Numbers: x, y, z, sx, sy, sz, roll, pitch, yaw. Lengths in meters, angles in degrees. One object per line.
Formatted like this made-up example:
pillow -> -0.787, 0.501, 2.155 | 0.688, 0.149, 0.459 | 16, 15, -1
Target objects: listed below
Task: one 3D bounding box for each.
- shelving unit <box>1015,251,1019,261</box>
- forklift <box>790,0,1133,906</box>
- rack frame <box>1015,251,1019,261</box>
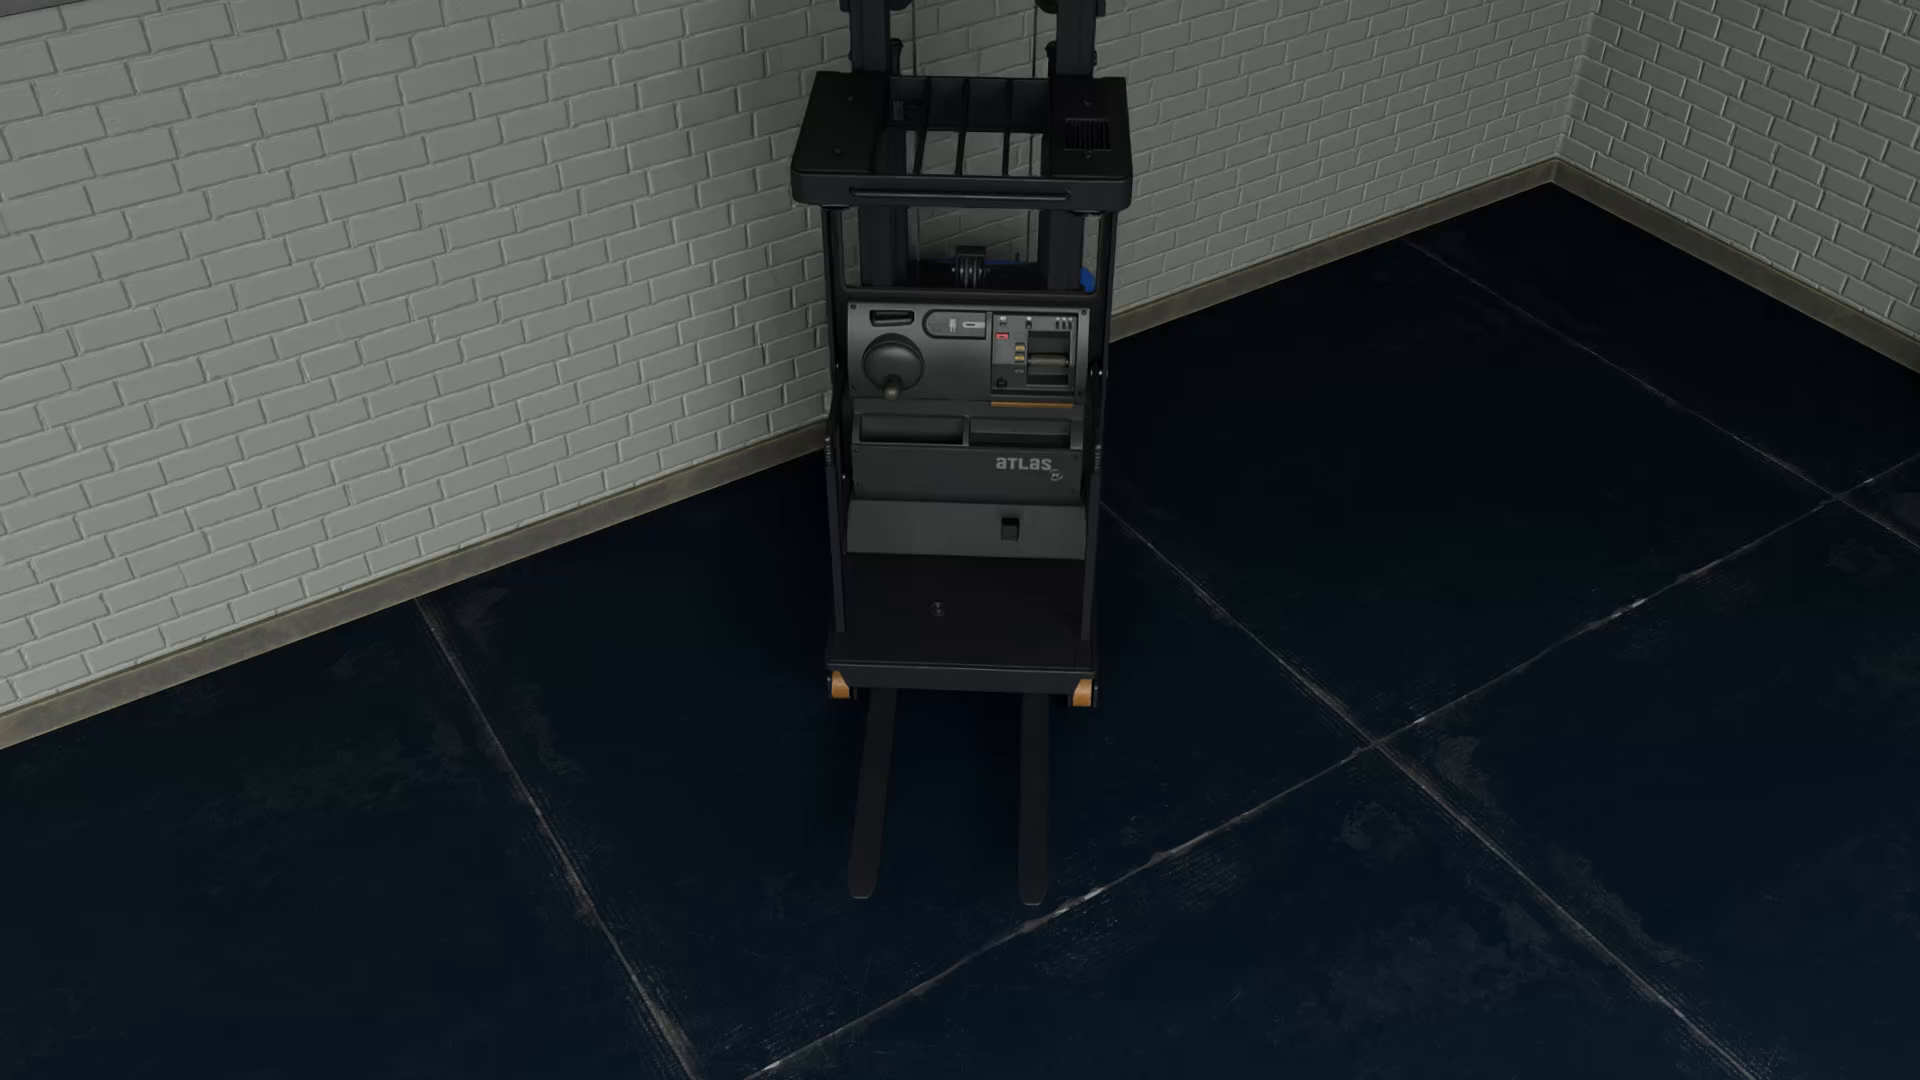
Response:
shelving unit -> 0.263, -0.947, 8.183 | 0.258, 0.900, 0.210 | -30, 48, -31
forklift -> 0.022, -0.647, 6.237 | 1.130, 2.935, 3.031 | 2, 40, 2
rack frame -> 0.195, -0.995, 8.241 | 0.240, 0.900, 0.006 | -30, 48, -31
